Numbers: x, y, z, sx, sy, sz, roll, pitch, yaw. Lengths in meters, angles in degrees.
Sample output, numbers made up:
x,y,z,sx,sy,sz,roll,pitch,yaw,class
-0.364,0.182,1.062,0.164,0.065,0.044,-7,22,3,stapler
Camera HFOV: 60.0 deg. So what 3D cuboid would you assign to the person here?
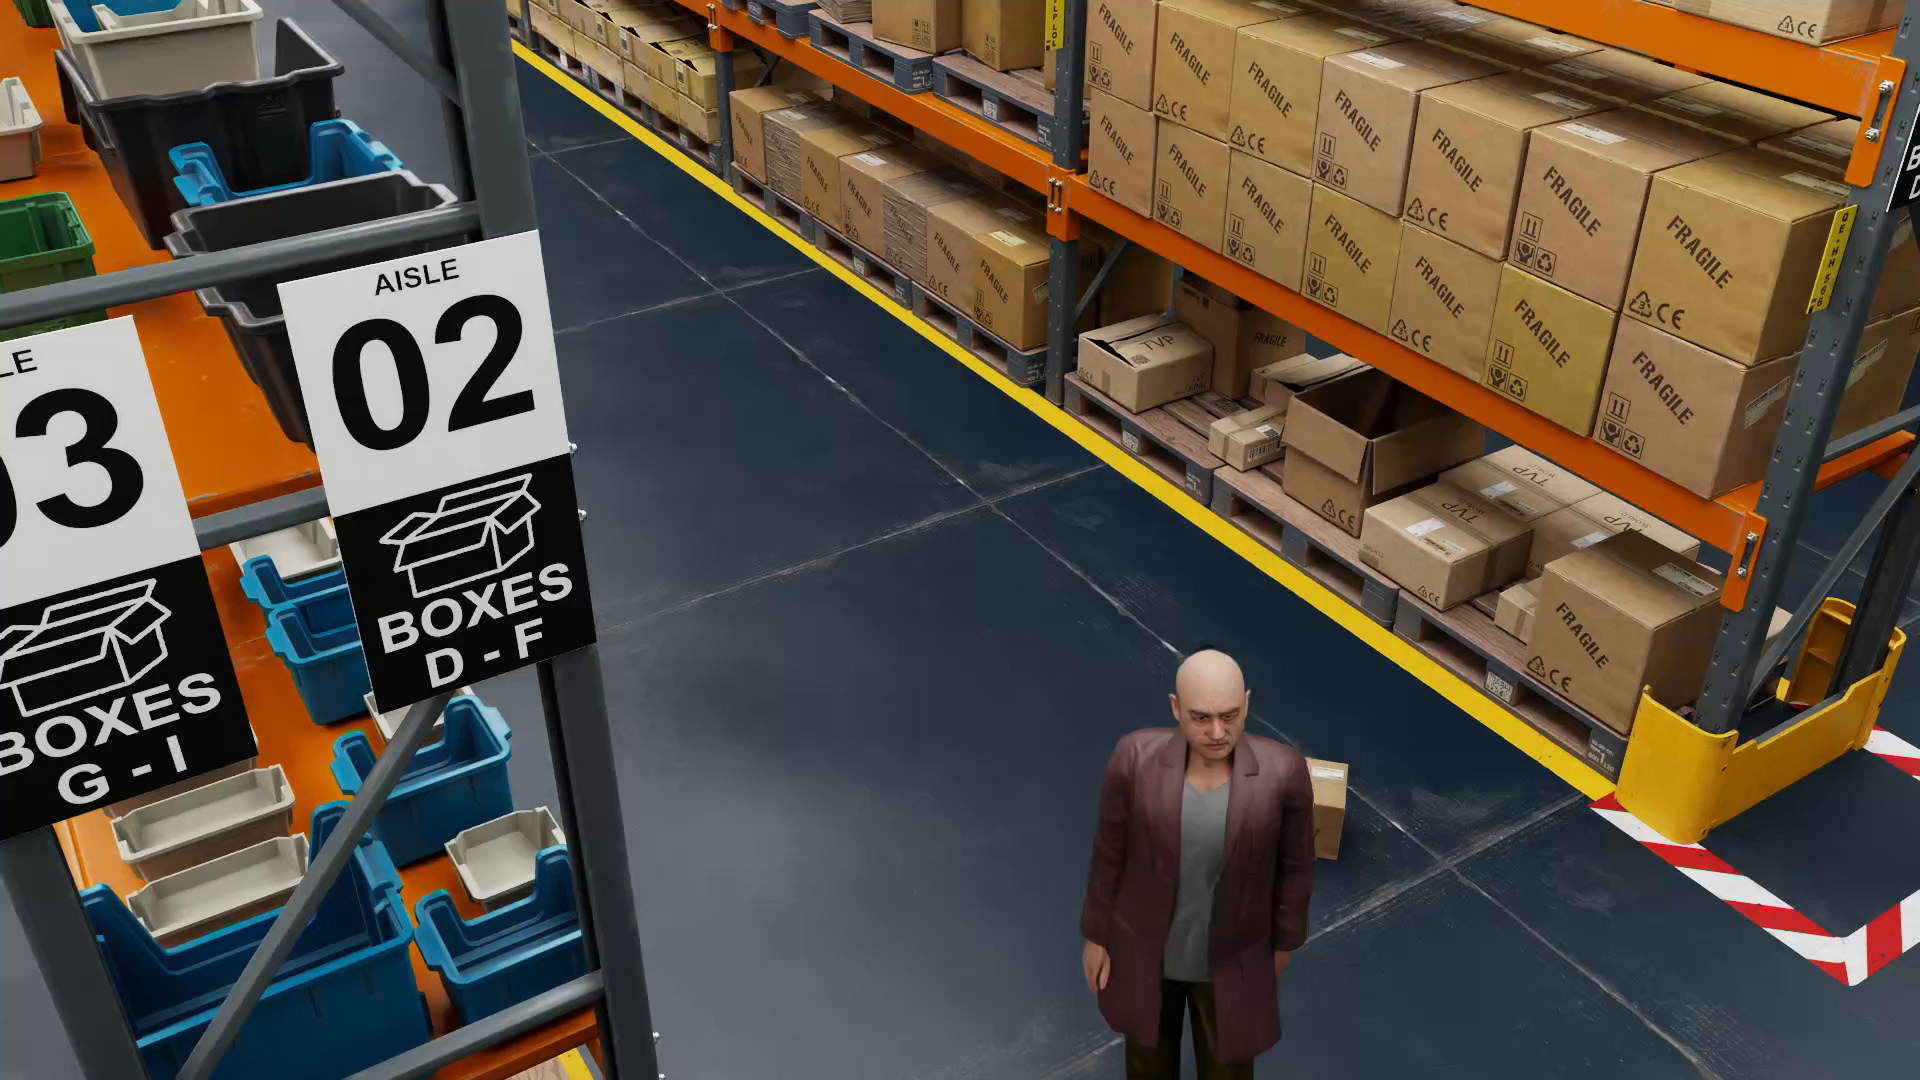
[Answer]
x,y,z,sx,sy,sz,roll,pitch,yaw,class
0.616,1.056,4.429,0.596,1.766,0.573,7,33,11,person
